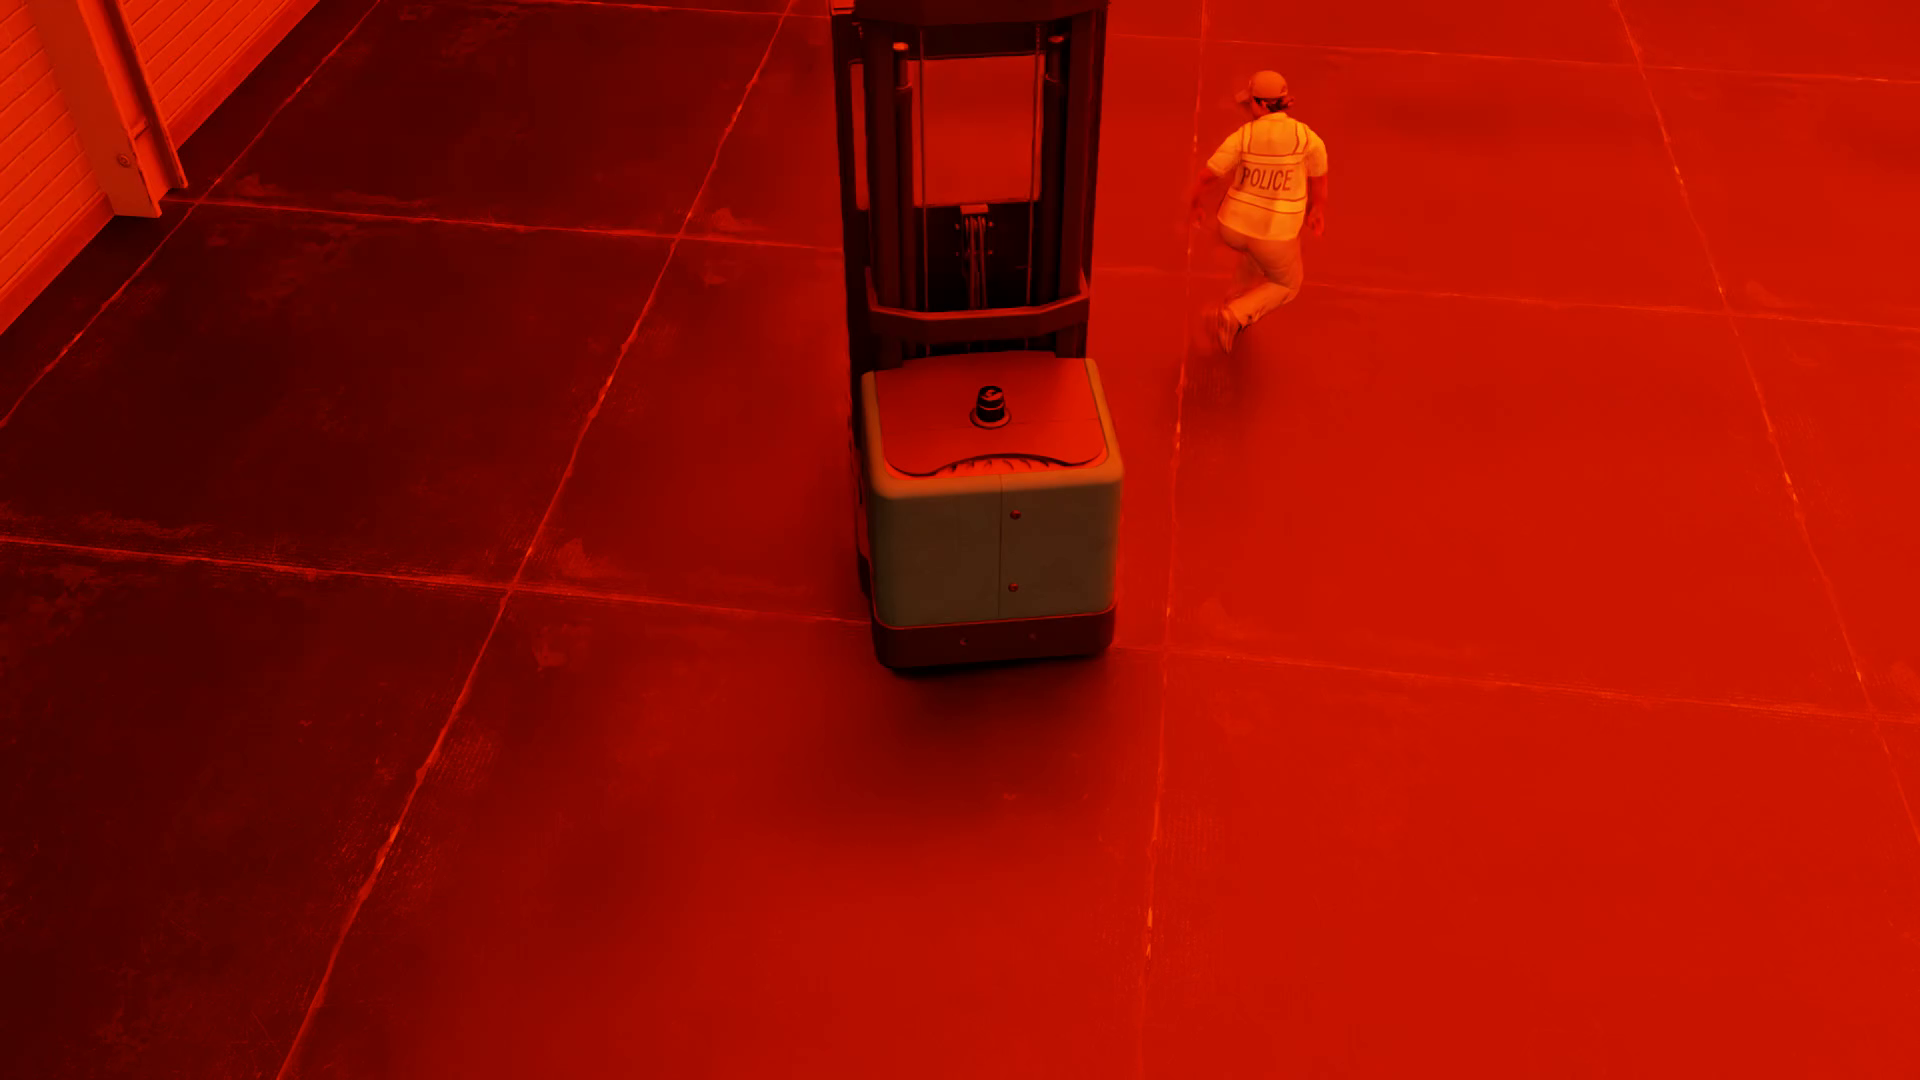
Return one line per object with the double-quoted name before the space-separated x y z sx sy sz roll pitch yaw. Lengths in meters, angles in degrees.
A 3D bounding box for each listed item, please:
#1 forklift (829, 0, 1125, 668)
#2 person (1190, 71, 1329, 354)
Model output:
"forklift" 0.010 -1.522 7.382 1.130 2.935 3.031 -4 43 -4
"person" 1.514 -1.695 8.696 0.633 1.452 0.683 23 47 23
